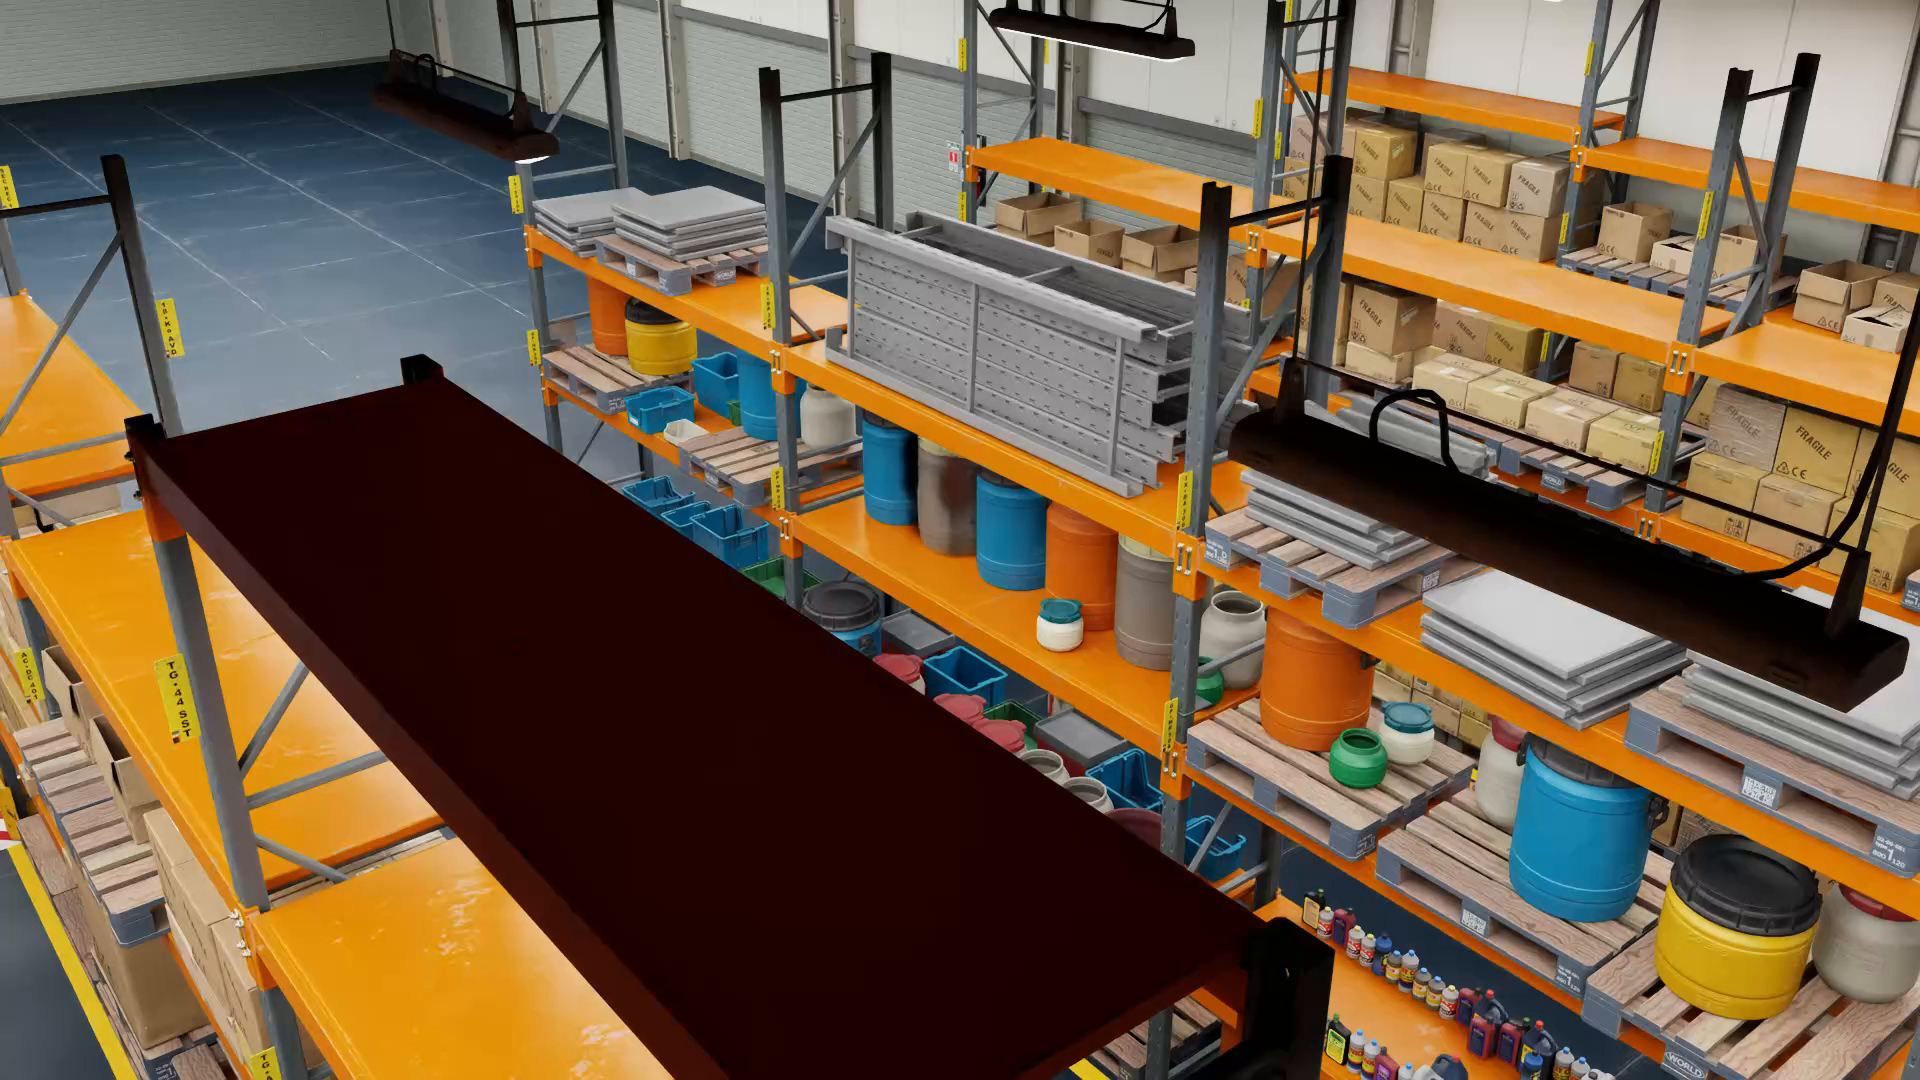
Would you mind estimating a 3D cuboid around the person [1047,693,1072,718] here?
[{"bbox_3d":[0.809,1.536,13.100,0.428,1.819,0.585,9,27,18],"label":"person"}]
